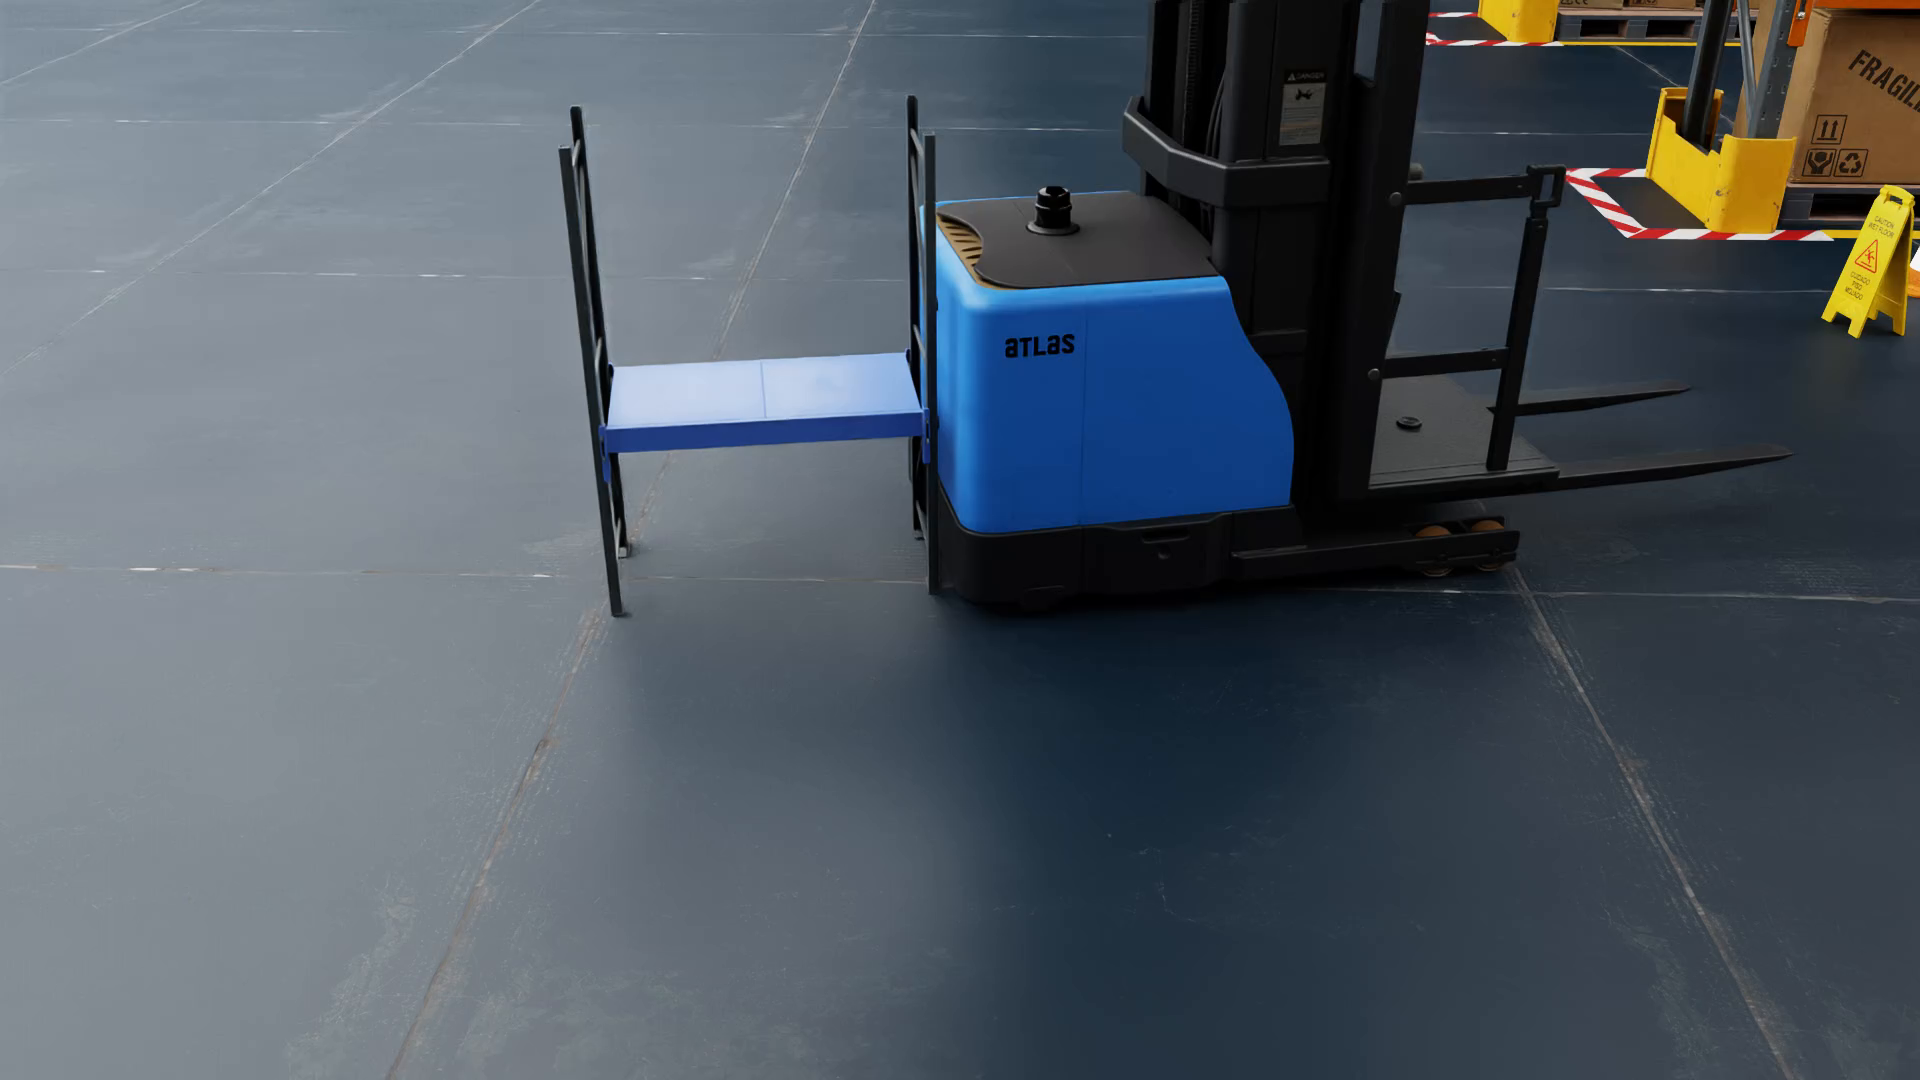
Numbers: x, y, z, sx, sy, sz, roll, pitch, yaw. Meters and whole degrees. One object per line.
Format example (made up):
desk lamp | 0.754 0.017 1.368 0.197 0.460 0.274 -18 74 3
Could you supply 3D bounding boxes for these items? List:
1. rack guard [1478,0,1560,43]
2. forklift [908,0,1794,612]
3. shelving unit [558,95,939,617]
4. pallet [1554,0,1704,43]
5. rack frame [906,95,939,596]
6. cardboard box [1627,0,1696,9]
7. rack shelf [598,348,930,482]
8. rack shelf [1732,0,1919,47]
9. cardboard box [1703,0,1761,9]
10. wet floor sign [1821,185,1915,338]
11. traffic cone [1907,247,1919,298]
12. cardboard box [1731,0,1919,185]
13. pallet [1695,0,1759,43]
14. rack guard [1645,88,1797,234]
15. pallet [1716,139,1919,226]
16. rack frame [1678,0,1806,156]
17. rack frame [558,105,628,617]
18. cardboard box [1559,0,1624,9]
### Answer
rack guard | 4.565 -4.437 13.587 0.348 0.500 1.175 1 28 2
forklift | 1.385 -1.408 5.278 3.031 2.935 1.130 -6 28 -11
shelving unit | -0.623 -0.567 5.217 1.048 1.500 0.538 -4 28 -7
pallet | 5.376 -4.280 13.598 1.213 0.211 1.003 1 28 2
rack frame | -0.119 -0.599 5.278 0.032 1.500 0.500 -4 28 -7
cardboard box | 5.711 -4.612 13.468 0.500 0.500 0.500 8 29 15
rack shelf | -0.623 -0.408 5.302 1.000 0.185 0.538 -4 28 -7
rack shelf | 6.212 -2.872 8.733 4.000 0.370 1.077 1 28 2
cardboard box | 6.336 -4.593 13.432 0.500 0.500 0.500 4 28 7
wet floor sign | 4.114 -1.256 7.431 0.232 0.644 0.267 -4 28 -7
traffic cone | 4.694 -1.429 7.951 0.334 0.463 0.336 1 28 2
cardboard box | 4.893 -2.490 9.064 0.875 0.875 0.875 1 28 2
pallet | 6.592 -4.258 13.557 1.213 0.211 1.003 1 28 2
rack guard | 4.189 -2.119 9.213 0.348 0.500 1.175 1 28 2
pallet | 5.015 -2.014 9.325 1.213 0.211 1.003 1 28 2
rack frame | 4.213 -3.223 8.627 0.127 3.000 1.000 1 28 2
rack frame | -1.126 -0.534 5.157 0.032 1.500 0.500 -4 28 -7
cardboard box | 5.113 -4.606 13.457 0.500 0.500 0.500 6 29 11
